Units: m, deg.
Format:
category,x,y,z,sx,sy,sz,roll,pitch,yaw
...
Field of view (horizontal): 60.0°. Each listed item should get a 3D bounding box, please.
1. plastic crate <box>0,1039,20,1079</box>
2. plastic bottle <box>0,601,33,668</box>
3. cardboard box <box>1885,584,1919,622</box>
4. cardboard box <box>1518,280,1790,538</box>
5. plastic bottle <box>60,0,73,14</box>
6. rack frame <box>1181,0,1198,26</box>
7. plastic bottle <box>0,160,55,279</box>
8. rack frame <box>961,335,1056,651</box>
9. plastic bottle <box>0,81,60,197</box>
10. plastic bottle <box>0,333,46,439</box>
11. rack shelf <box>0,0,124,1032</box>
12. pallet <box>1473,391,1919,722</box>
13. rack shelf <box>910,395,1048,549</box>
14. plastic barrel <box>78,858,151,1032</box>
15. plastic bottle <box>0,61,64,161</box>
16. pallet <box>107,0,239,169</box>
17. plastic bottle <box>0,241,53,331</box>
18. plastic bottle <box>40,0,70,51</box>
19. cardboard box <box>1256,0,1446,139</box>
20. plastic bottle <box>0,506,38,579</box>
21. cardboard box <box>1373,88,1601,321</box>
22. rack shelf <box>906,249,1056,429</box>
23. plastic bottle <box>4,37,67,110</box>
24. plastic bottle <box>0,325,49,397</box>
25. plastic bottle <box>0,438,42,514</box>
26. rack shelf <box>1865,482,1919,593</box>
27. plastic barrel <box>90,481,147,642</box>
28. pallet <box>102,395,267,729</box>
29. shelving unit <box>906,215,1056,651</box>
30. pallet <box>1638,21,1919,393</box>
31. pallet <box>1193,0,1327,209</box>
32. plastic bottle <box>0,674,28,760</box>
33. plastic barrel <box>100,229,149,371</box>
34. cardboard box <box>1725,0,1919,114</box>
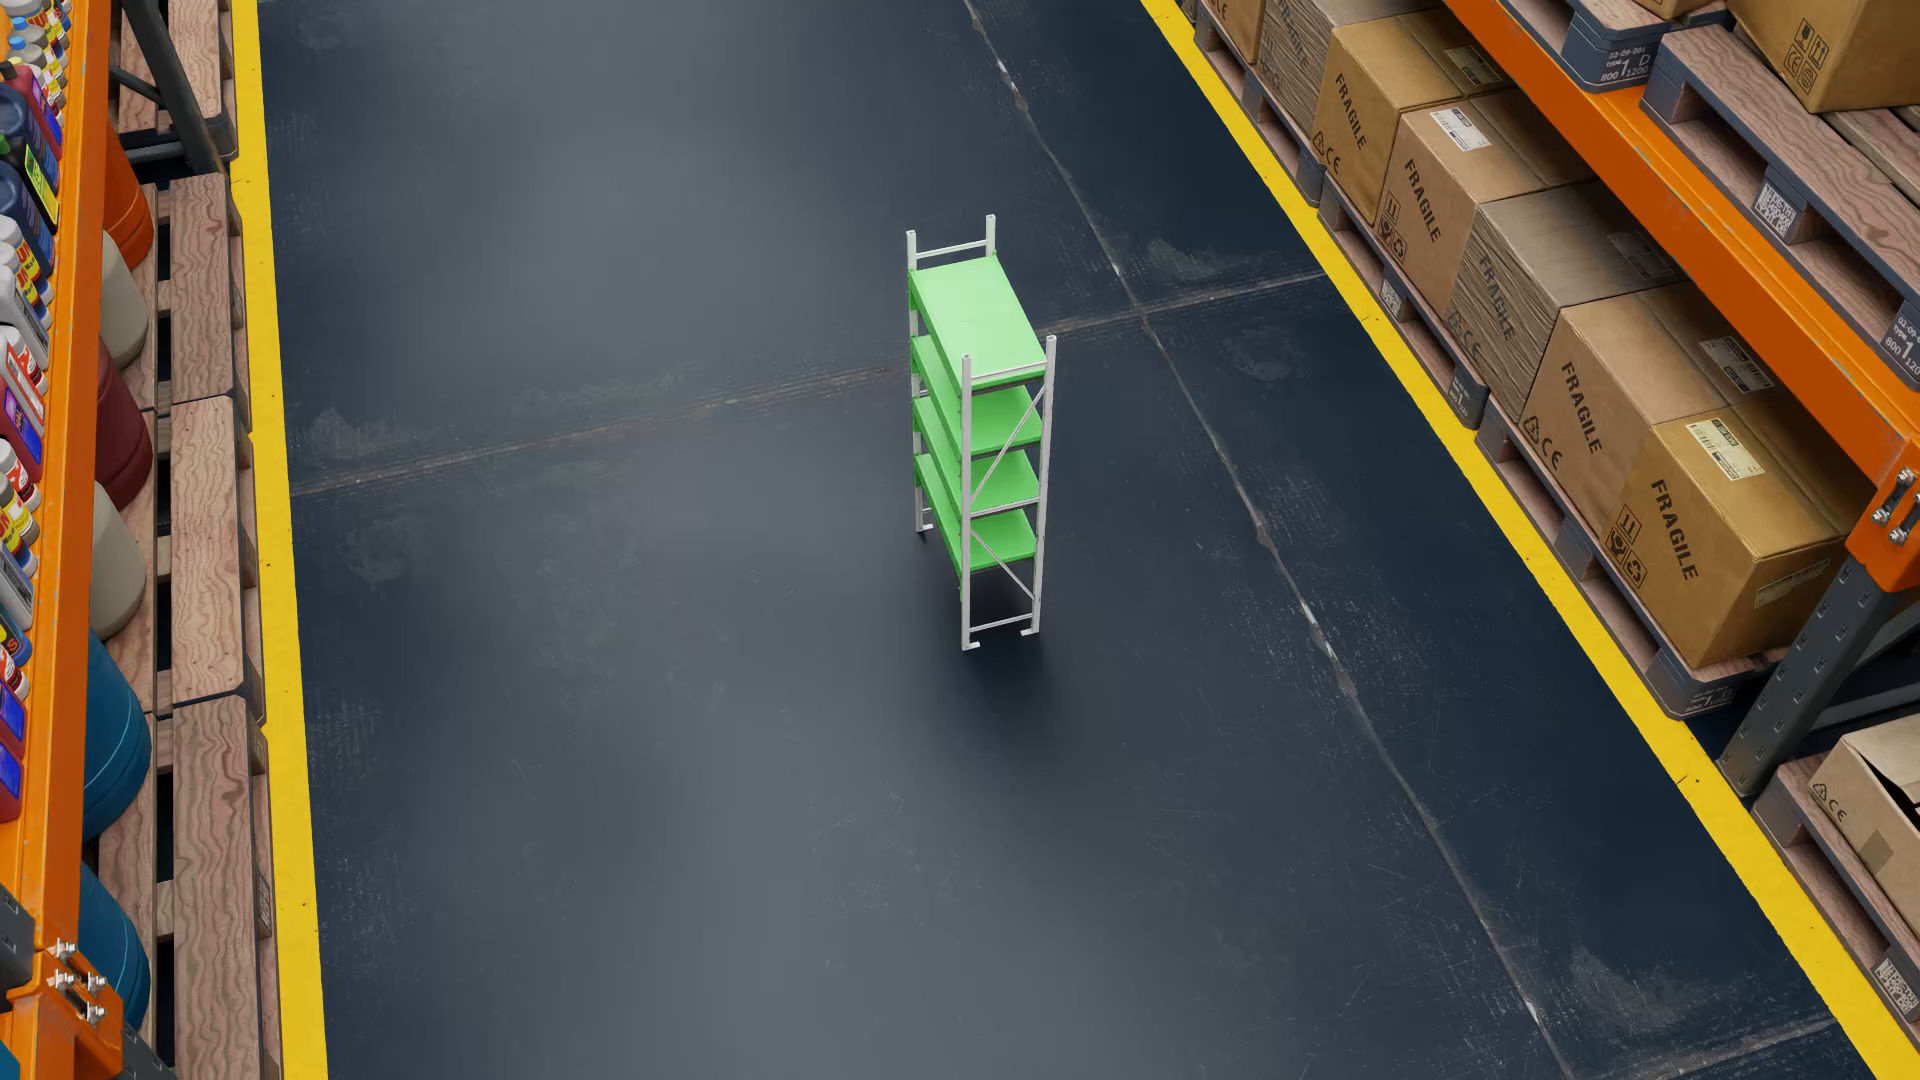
category,x,y,z,sx,sy,sz,roll,pitch,yaw
plastic crate,-1.636,0.966,2.445,0.392,0.384,0.575,-13,51,-11
plastic bottle,-1.921,0.145,3.250,0.097,0.271,0.097,0,50,0
cardboard box,2.722,-0.145,4.758,0.500,0.500,0.500,-15,52,-13
cardboard box,2.075,-0.395,4.968,0.500,0.500,0.500,-13,51,-11
plastic bottle,-2.642,-1.614,4.778,0.097,0.201,0.097,0,50,0
rack frame,1.450,-3.322,6.089,1.000,3.000,0.127,-13,51,-11
plastic bottle,-2.317,-0.797,3.992,0.144,0.351,0.185,-13,51,-11
rack frame,0.121,-0.088,4.539,0.240,1.200,0.015,-13,51,-11
plastic bottle,-2.411,-1.029,4.188,0.144,0.351,0.185,-13,51,-11
plastic bottle,-2.147,-0.344,3.659,0.152,0.276,0.135,-13,51,-11
rack shelf,-2.692,-0.512,4.190,1.077,0.370,4.000,-13,51,-11
pallet,2.356,-0.087,5.186,1.003,0.211,1.213,-13,51,-11
rack shelf,0.049,-0.225,4.738,0.258,0.148,0.480,-13,51,-11
plastic barrel,-2.245,0.856,3.664,0.600,0.901,0.708,-13,51,-11
plastic bottle,-2.418,-1.133,4.320,0.061,0.283,0.133,-13,51,-11
pallet,-3.475,-1.881,6.697,1.003,0.211,1.213,-13,51,-11
plastic bottle,-2.224,-0.603,3.880,0.097,0.271,0.097,0,50,0
plastic bottle,-2.585,-1.472,4.659,0.097,0.201,0.097,0,50,0
cardboard box,1.472,-1.880,6.220,0.500,0.500,0.500,-15,51,-12
plastic bottle,-1.989,-0.024,3.393,0.097,0.271,0.097,0,50,0
cardboard box,1.774,-1.132,5.590,0.500,0.500,0.500,-15,51,-12
rack shelf,0.049,-0.534,4.371,0.258,0.148,0.480,-13,51,-11
plastic bottle,-2.498,-1.258,4.479,0.097,0.201,0.097,0,50,0
plastic bottle,-2.155,-0.411,3.764,0.097,0.201,0.097,0,50,0
plastic bottle,-2.047,-0.144,3.539,0.097,0.201,0.097,0,50,0
rack shelf,3.224,1.292,2.669,1.077,0.370,4.000,-13,51,-11
plastic barrel,-2.536,0.032,4.613,0.421,0.512,0.421,0,50,0
pallet,-2.653,0.150,4.986,1.003,0.211,1.213,-13,51,-11
shelving unit,0.049,-0.266,4.689,0.258,1.200,0.503,-13,51,-11
pallet,2.501,-0.947,4.212,1.003,0.211,1.213,-13,51,-11
pallet,1.634,-1.869,6.688,1.003,0.211,1.213,-13,51,-11
plastic bottle,-1.841,0.293,3.118,0.061,0.283,0.133,-13,51,-11
plastic barrel,-2.870,-0.793,5.309,0.421,0.512,0.421,0,50,0
cardboard box,2.442,-1.453,4.173,0.700,0.500,0.500,-6,50,-5
